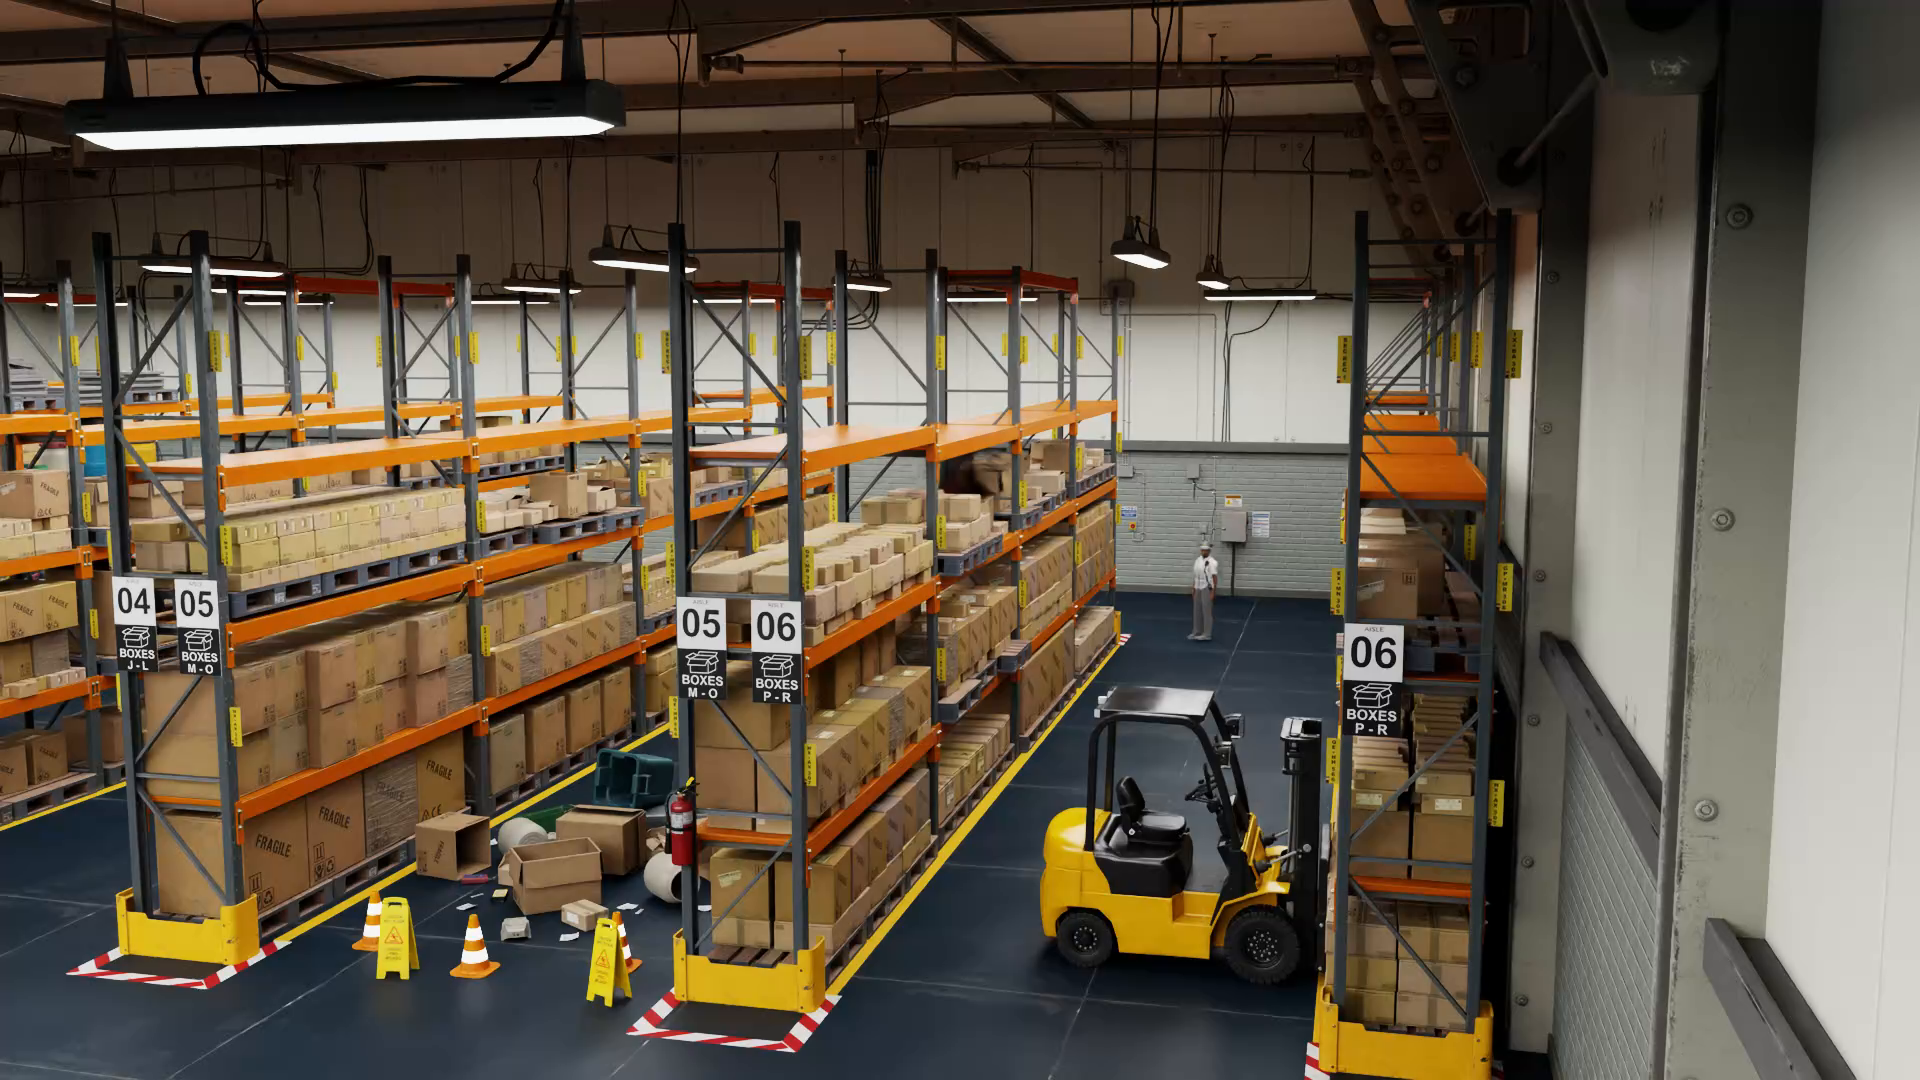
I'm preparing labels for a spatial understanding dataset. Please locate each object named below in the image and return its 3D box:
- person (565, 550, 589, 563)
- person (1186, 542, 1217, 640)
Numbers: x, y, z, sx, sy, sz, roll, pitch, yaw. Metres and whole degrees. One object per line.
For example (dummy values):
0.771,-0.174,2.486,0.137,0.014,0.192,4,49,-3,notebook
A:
-6.334,0.929,27.721,0.434,1.800,0.608,3,8,23,person
4.164,0.877,28.456,0.407,1.698,0.532,-3,8,-26,person
